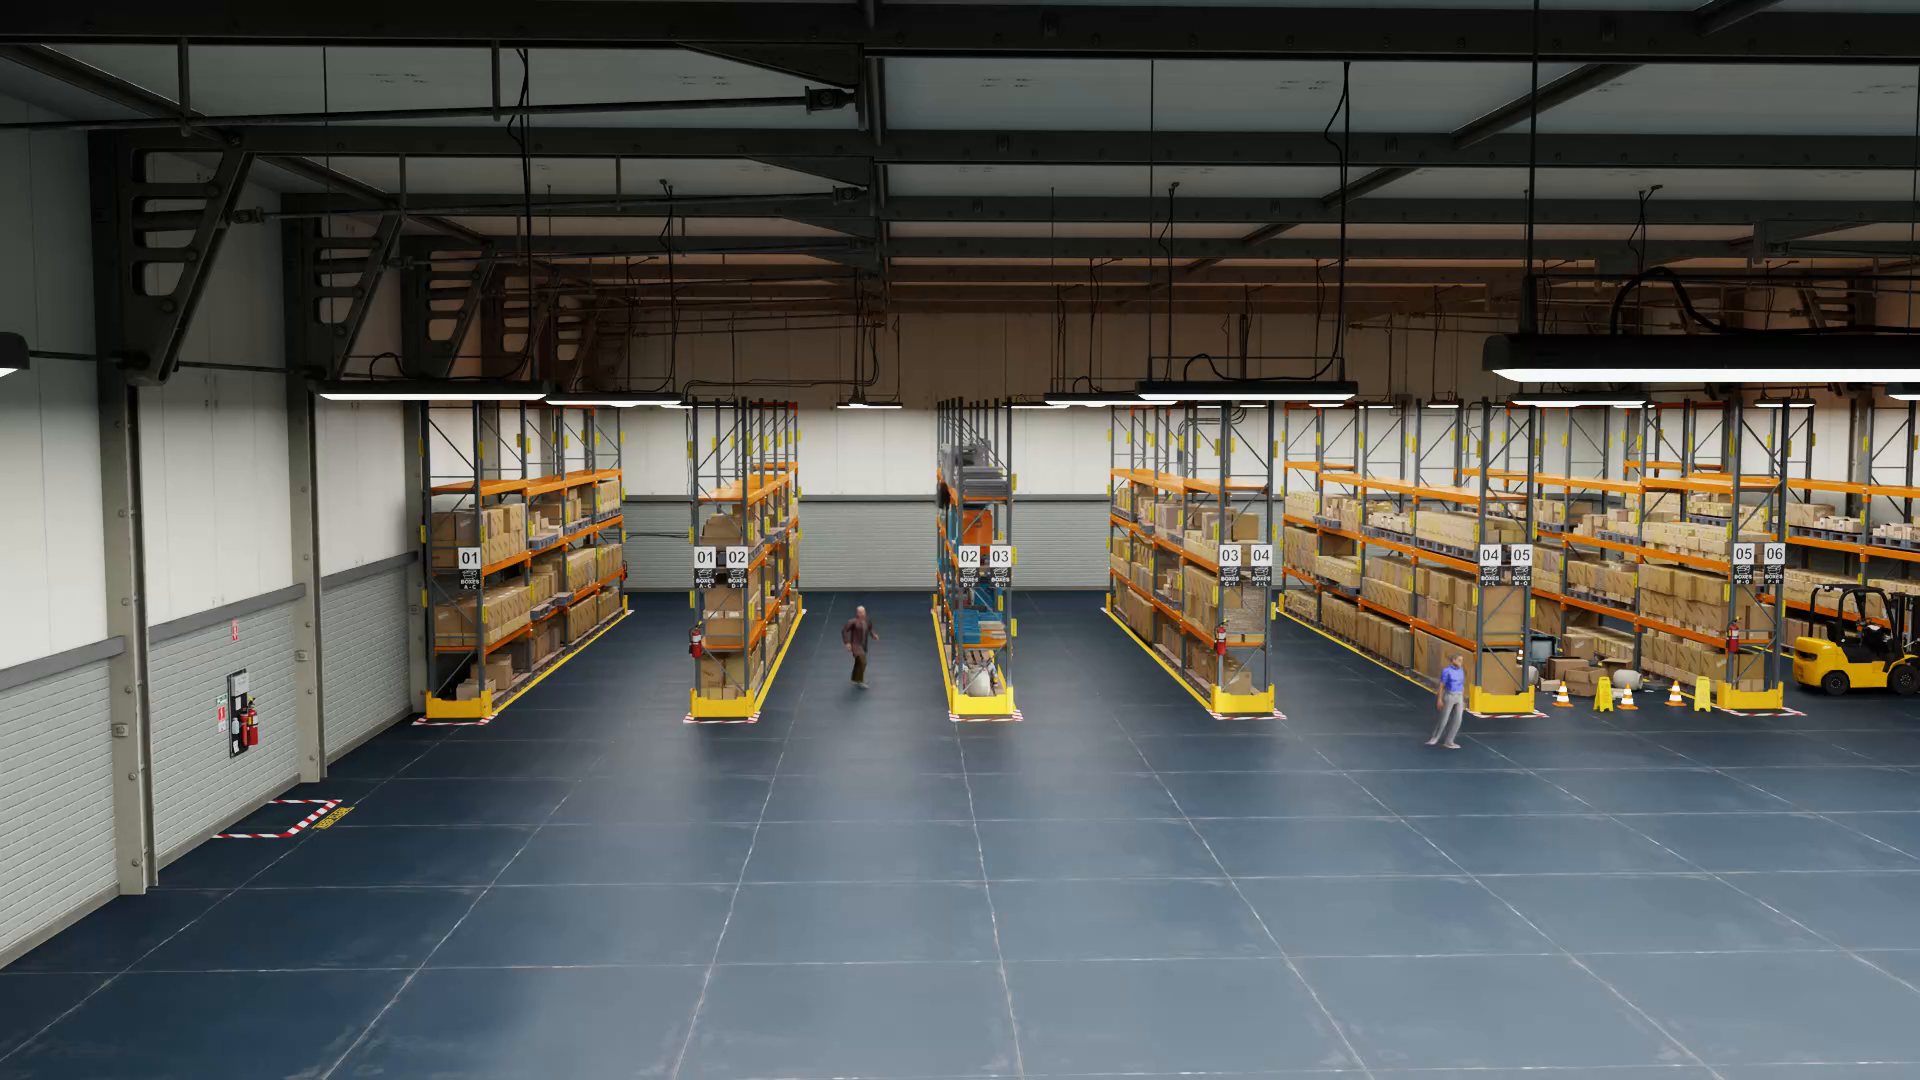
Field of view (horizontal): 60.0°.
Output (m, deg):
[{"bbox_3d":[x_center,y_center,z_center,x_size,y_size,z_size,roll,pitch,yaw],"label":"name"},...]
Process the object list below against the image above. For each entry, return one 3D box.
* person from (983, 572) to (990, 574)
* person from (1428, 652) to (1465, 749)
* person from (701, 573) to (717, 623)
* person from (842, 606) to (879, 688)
[{"bbox_3d":[0.837,0.956,50.597,0.698,1.706,0.687,3,6,38],"label":"person"},{"bbox_3d":[8.282,2.721,28.295,0.586,1.640,0.461,-2,5,-26],"label":"person"},{"bbox_3d":[-6.749,1.359,45.122,0.665,1.814,0.812,1,4,8],"label":"person"},{"bbox_3d":[-2.058,2.224,34.631,0.876,1.741,0.710,3,5,36],"label":"person"}]
